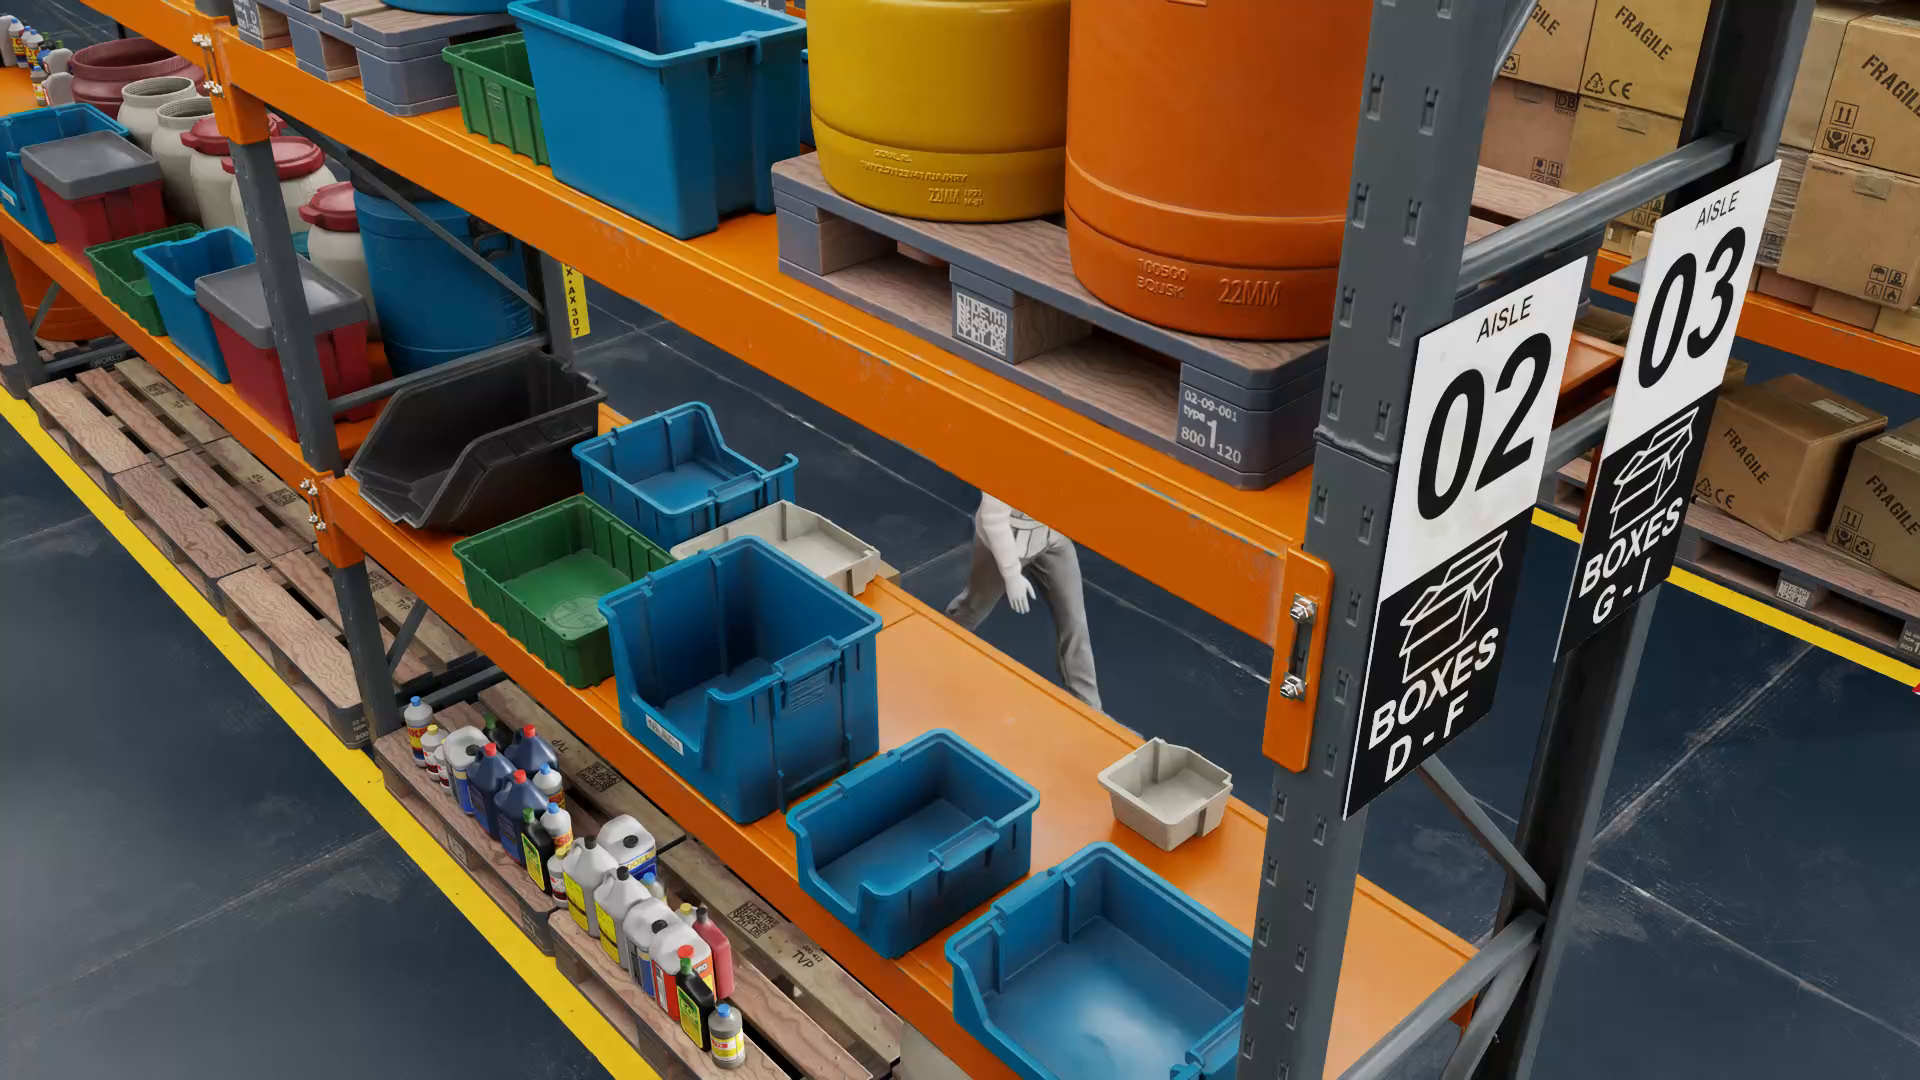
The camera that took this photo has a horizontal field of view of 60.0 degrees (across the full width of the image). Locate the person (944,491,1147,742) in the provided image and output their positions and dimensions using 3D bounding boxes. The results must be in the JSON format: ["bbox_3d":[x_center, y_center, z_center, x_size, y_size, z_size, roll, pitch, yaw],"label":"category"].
[{"bbox_3d":[0.258,-0.001,6.111,0.515,1.610,1.009,-27,41,-36],"label":"person"}]
